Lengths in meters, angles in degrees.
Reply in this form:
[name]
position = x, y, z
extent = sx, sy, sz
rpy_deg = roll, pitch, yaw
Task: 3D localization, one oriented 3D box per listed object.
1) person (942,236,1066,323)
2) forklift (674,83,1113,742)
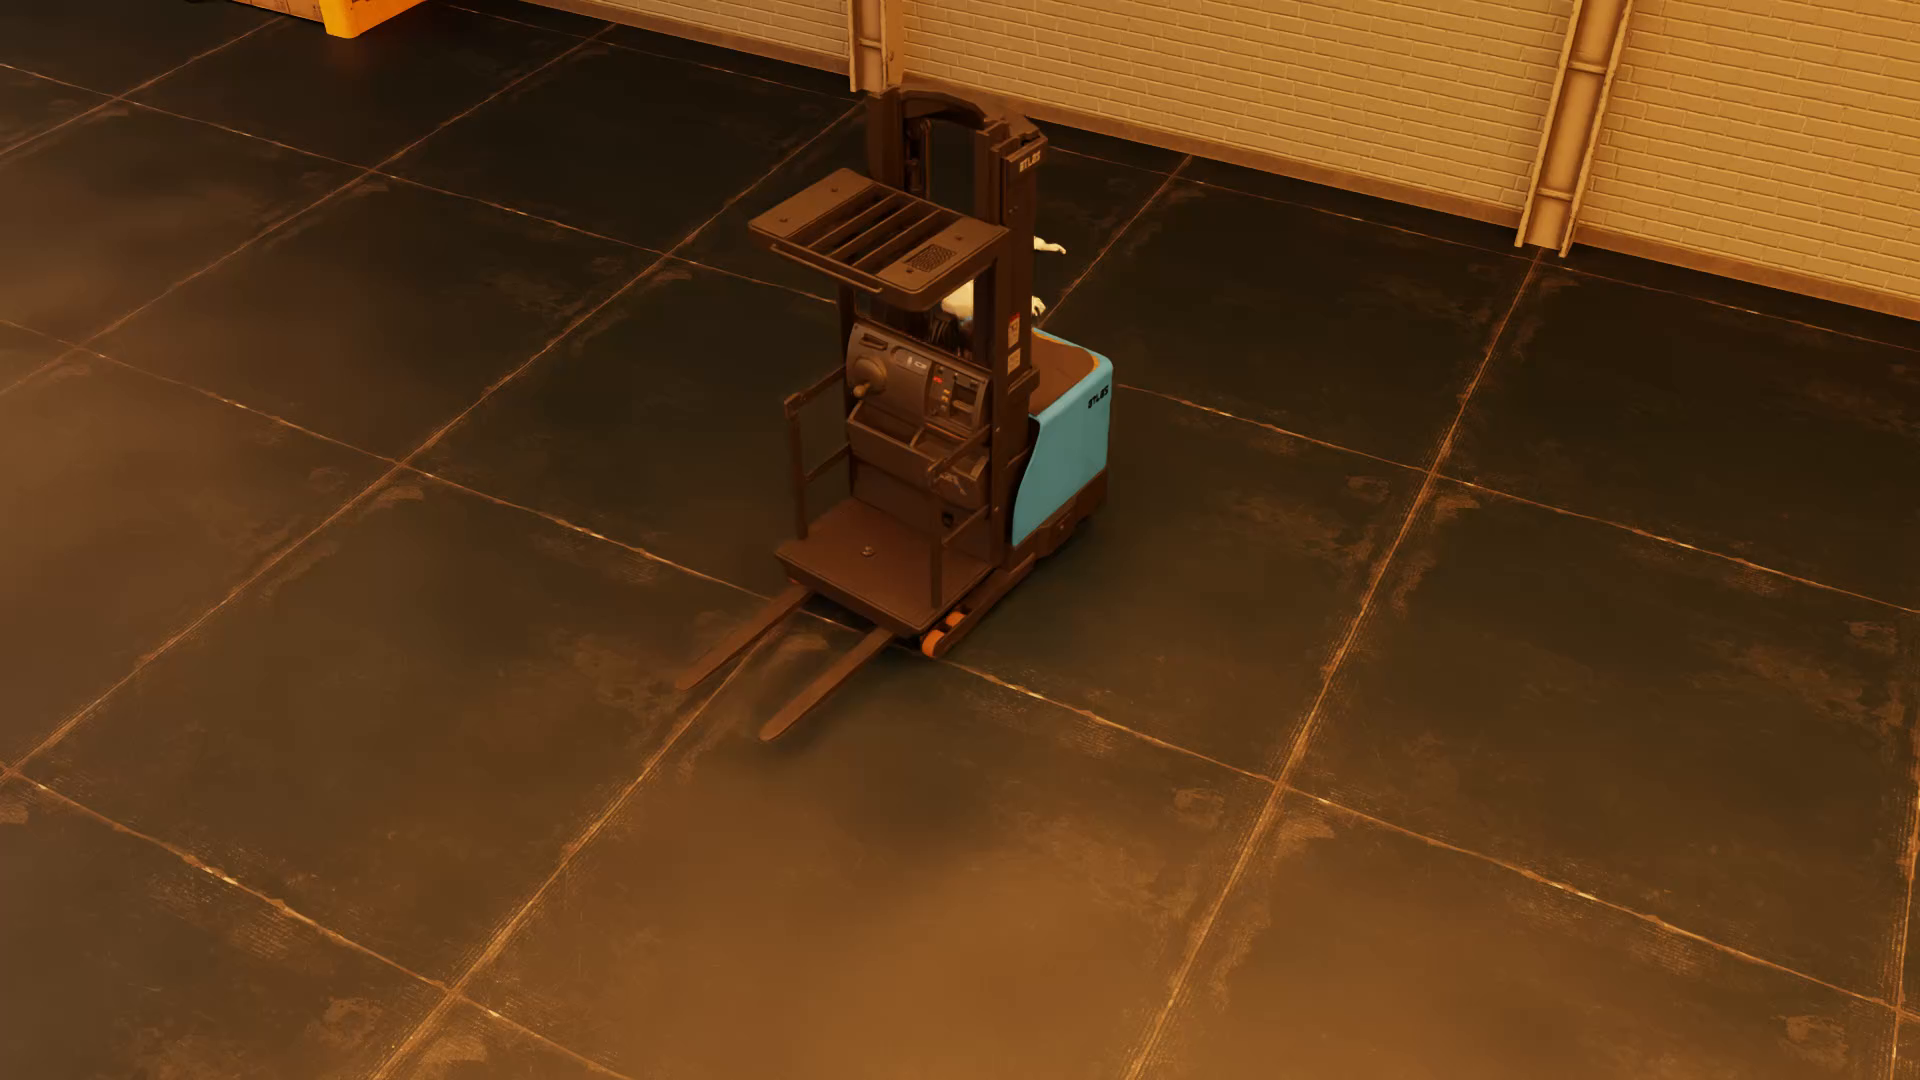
[person]
position = 0.350, -1.557, 11.002
extent = 0.976, 1.459, 0.885
rpy_deg = -21, 44, -23
[forklift]
position = -0.365, -0.806, 8.943
extent = 1.130, 2.935, 3.031
rpy_deg = 26, 47, 28
